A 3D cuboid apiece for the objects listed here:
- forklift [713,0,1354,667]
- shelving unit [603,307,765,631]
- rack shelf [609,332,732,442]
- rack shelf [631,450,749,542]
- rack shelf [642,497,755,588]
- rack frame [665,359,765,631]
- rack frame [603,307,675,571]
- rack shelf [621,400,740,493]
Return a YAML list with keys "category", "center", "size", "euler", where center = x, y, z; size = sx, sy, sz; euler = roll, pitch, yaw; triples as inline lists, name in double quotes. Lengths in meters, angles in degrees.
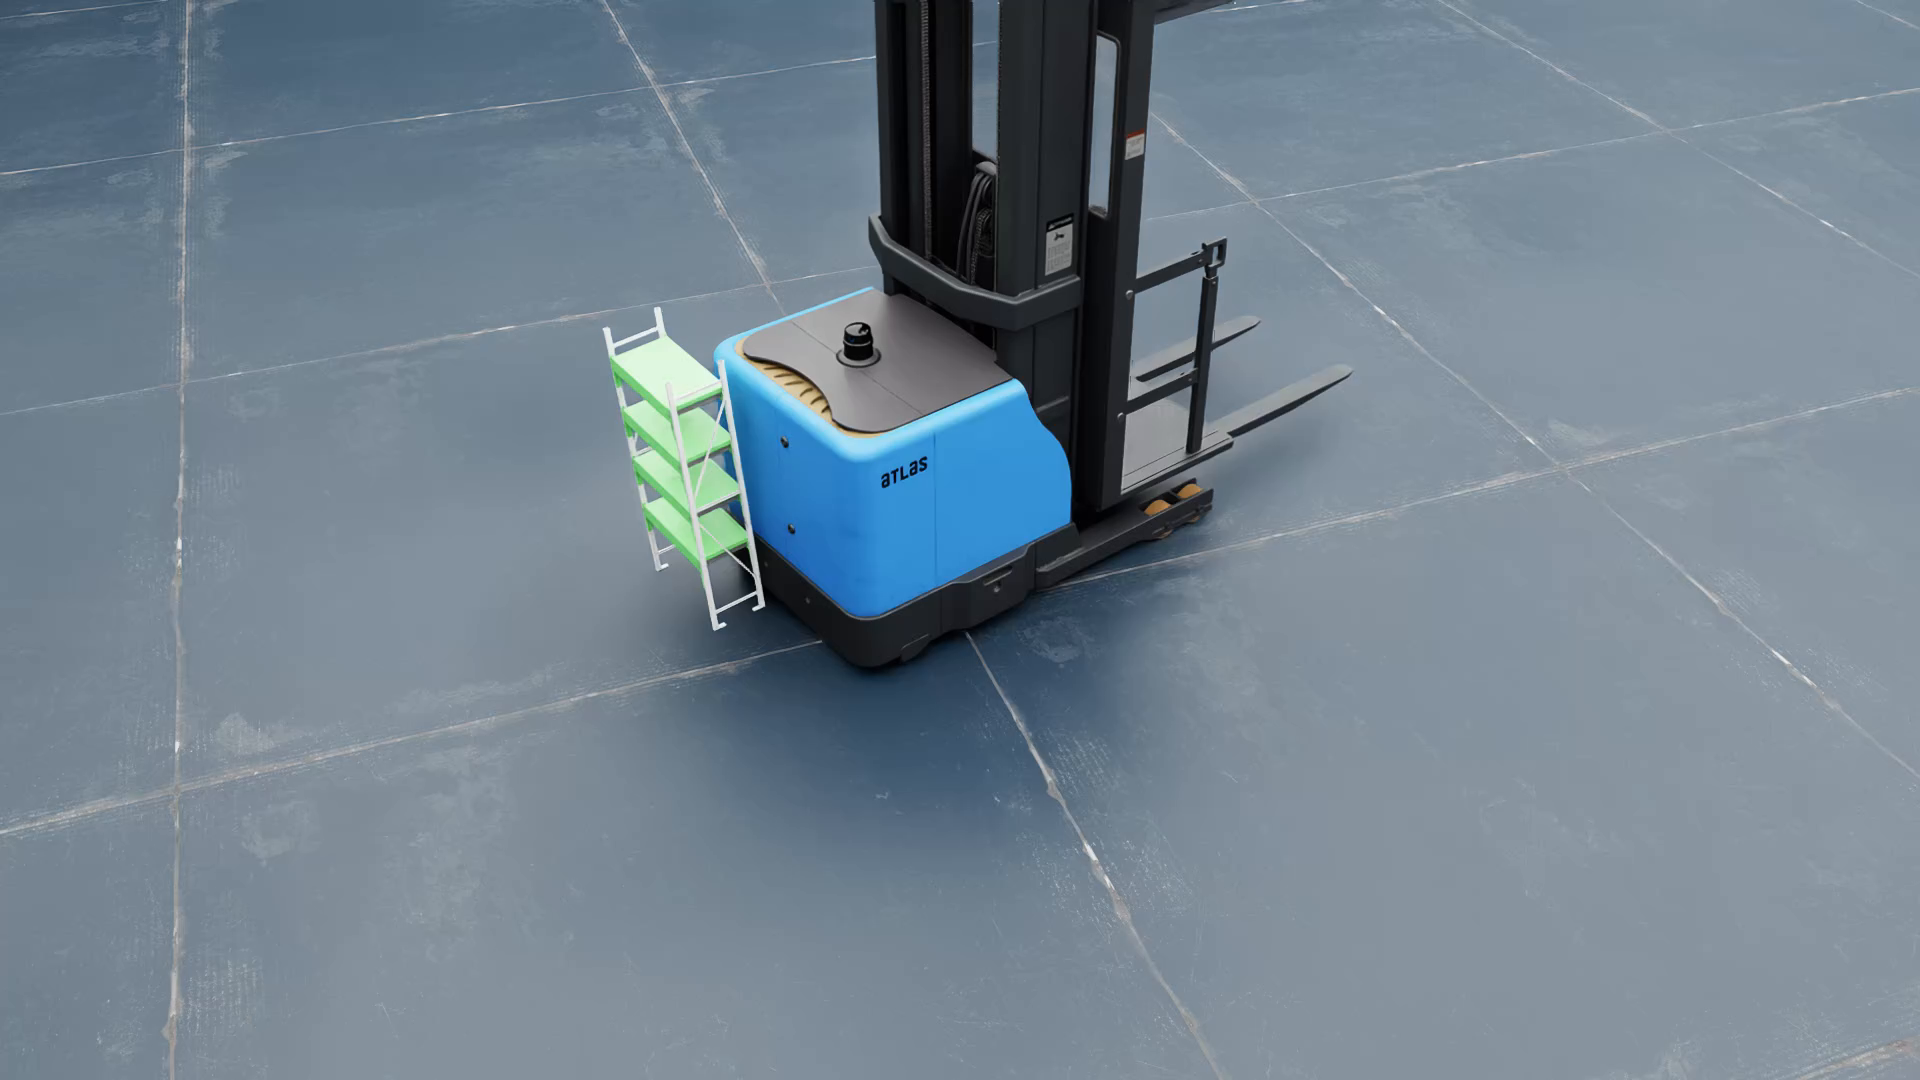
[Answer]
- category: "forklift"
  center: [0.492, -1.403, 6.677]
  size: [3.031, 2.935, 1.130]
  euler: [-25, 44, -30]
- category: "shelving unit"
  center: [-1.081, -0.266, 6.592]
  size: [0.258, 1.200, 0.503]
  euler: [-27, 44, -26]
- category: "rack shelf"
  center: [-1.103, -0.588, 6.329]
  size: [0.258, 0.148, 0.480]
  euler: [-27, 44, -26]
- category: "rack shelf"
  center: [-1.077, -0.216, 6.632]
  size: [0.258, 0.148, 0.480]
  euler: [-27, 44, -26]
- category: "rack shelf"
  center: [-1.065, -0.030, 6.784]
  size: [0.258, 0.148, 0.480]
  euler: [-27, 44, -26]
- category: "rack frame"
  center: [-0.936, -0.147, 6.435]
  size: [0.240, 1.200, 0.015]
  euler: [-27, 44, -26]
- category: "rack frame"
  center: [-1.225, -0.384, 6.749]
  size: [0.240, 1.200, 0.015]
  euler: [-27, 44, -26]
- category: "rack shelf"
  center: [-1.090, -0.402, 6.481]
  size: [0.258, 0.148, 0.480]
  euler: [-27, 44, -26]
